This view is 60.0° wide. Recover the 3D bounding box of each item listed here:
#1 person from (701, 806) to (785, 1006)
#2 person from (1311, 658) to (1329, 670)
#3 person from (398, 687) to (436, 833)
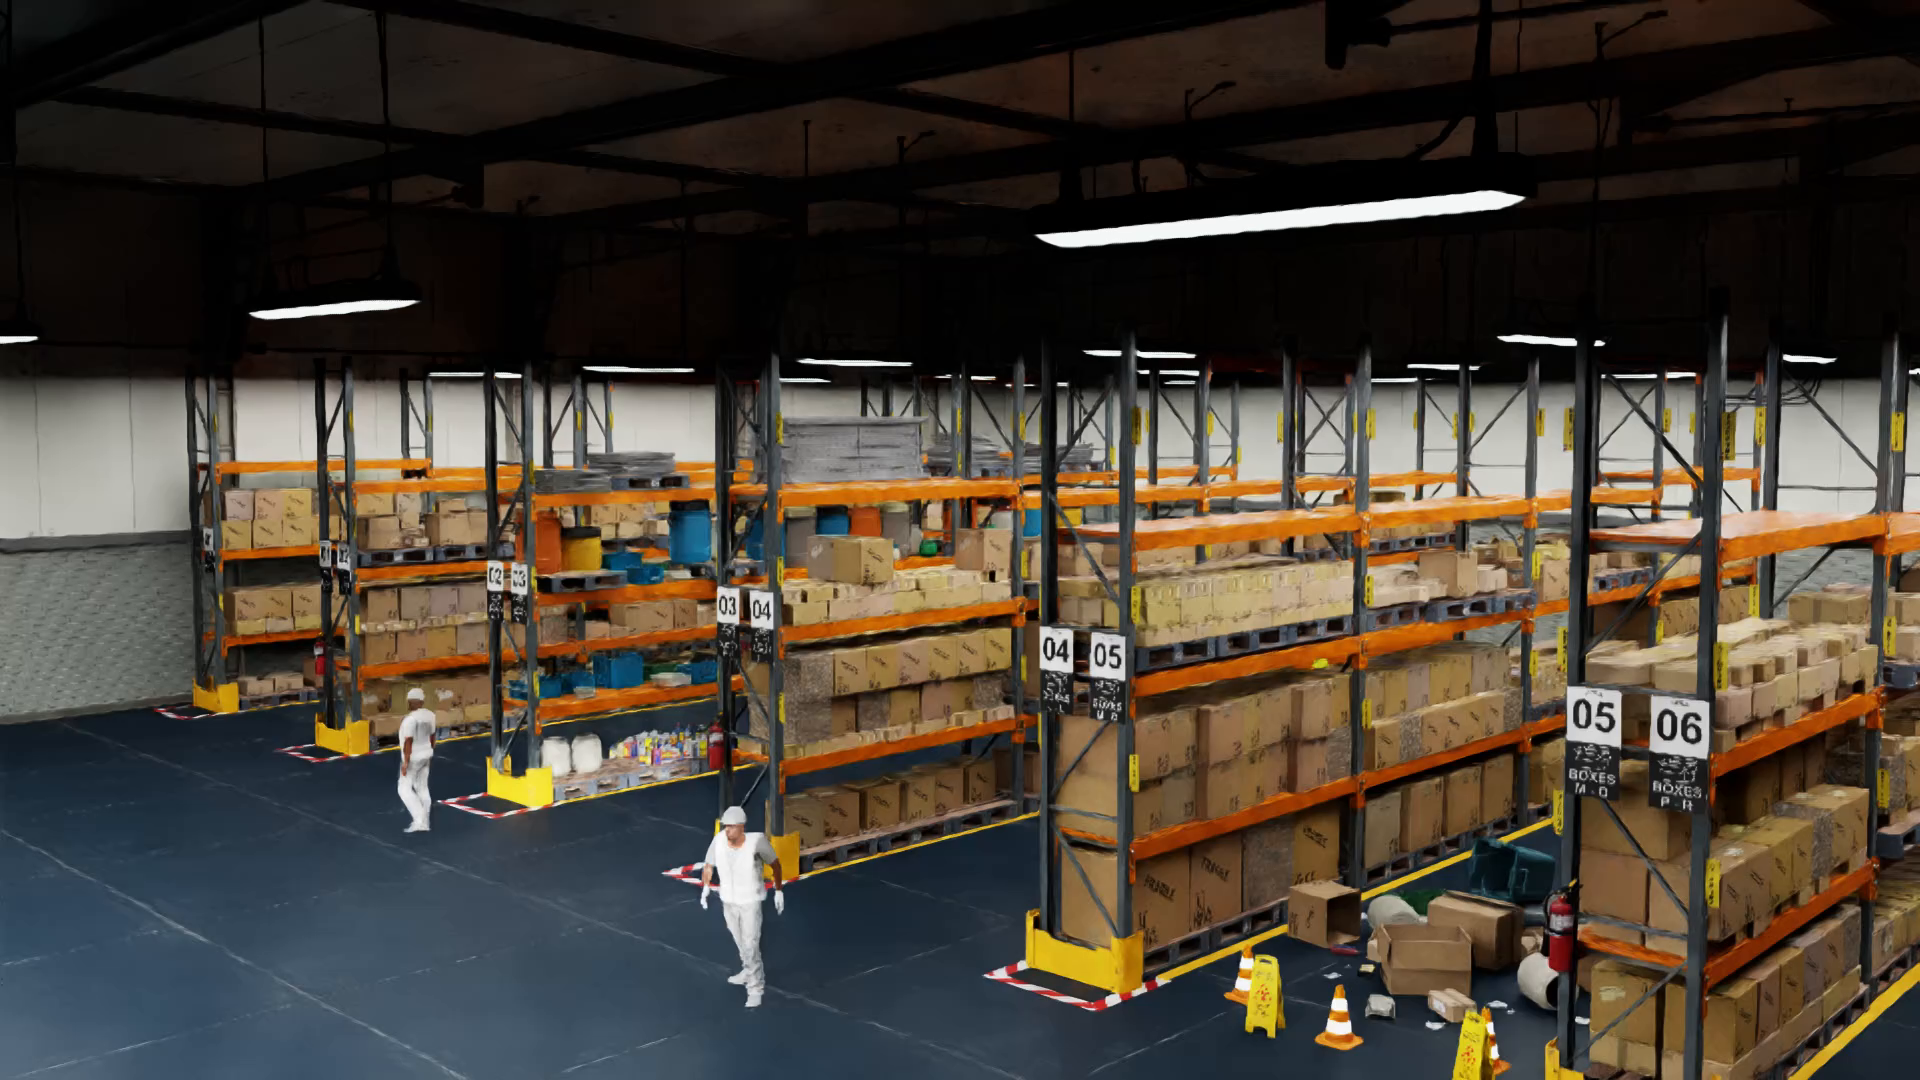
[{"bbox_3d":[-1.911,3.172,14.699,0.704,1.716,0.810,2,5,25],"label":"person"},{"bbox_3d":[5.141,2.490,23.682,0.583,1.686,1.111,4,6,42],"label":"person"},{"bbox_3d":[-6.697,2.704,20.519,0.398,1.760,0.652,1,5,16],"label":"person"}]
